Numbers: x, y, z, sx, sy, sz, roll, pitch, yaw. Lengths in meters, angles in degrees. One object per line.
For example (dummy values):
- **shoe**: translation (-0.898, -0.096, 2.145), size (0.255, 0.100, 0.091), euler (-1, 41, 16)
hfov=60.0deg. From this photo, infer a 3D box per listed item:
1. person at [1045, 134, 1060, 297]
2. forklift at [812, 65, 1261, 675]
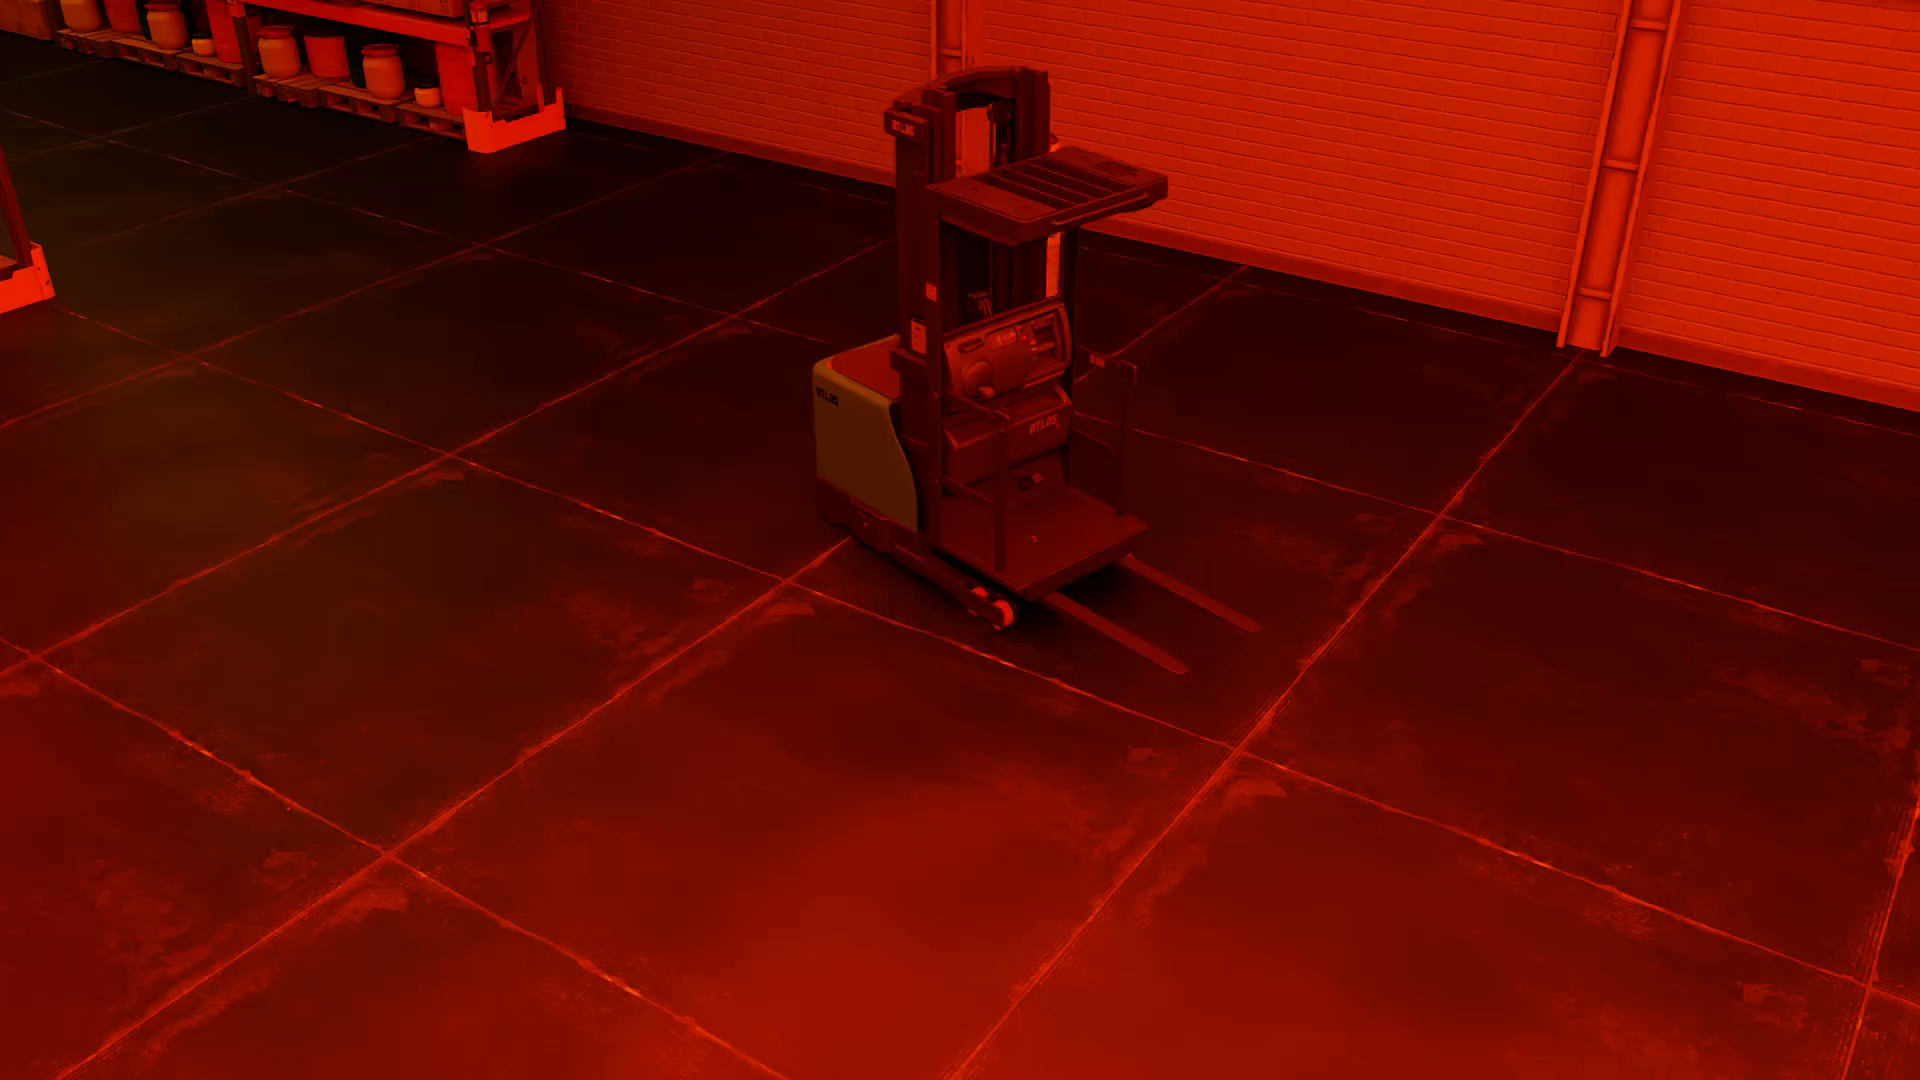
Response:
- **person**: translation (0.669, -2.290, 12.780), size (0.388, 1.673, 0.491), euler (1, 30, 2)
- **forklift**: translation (0.420, -1.040, 9.373), size (1.130, 2.935, 3.031), euler (-24, 38, -35)
